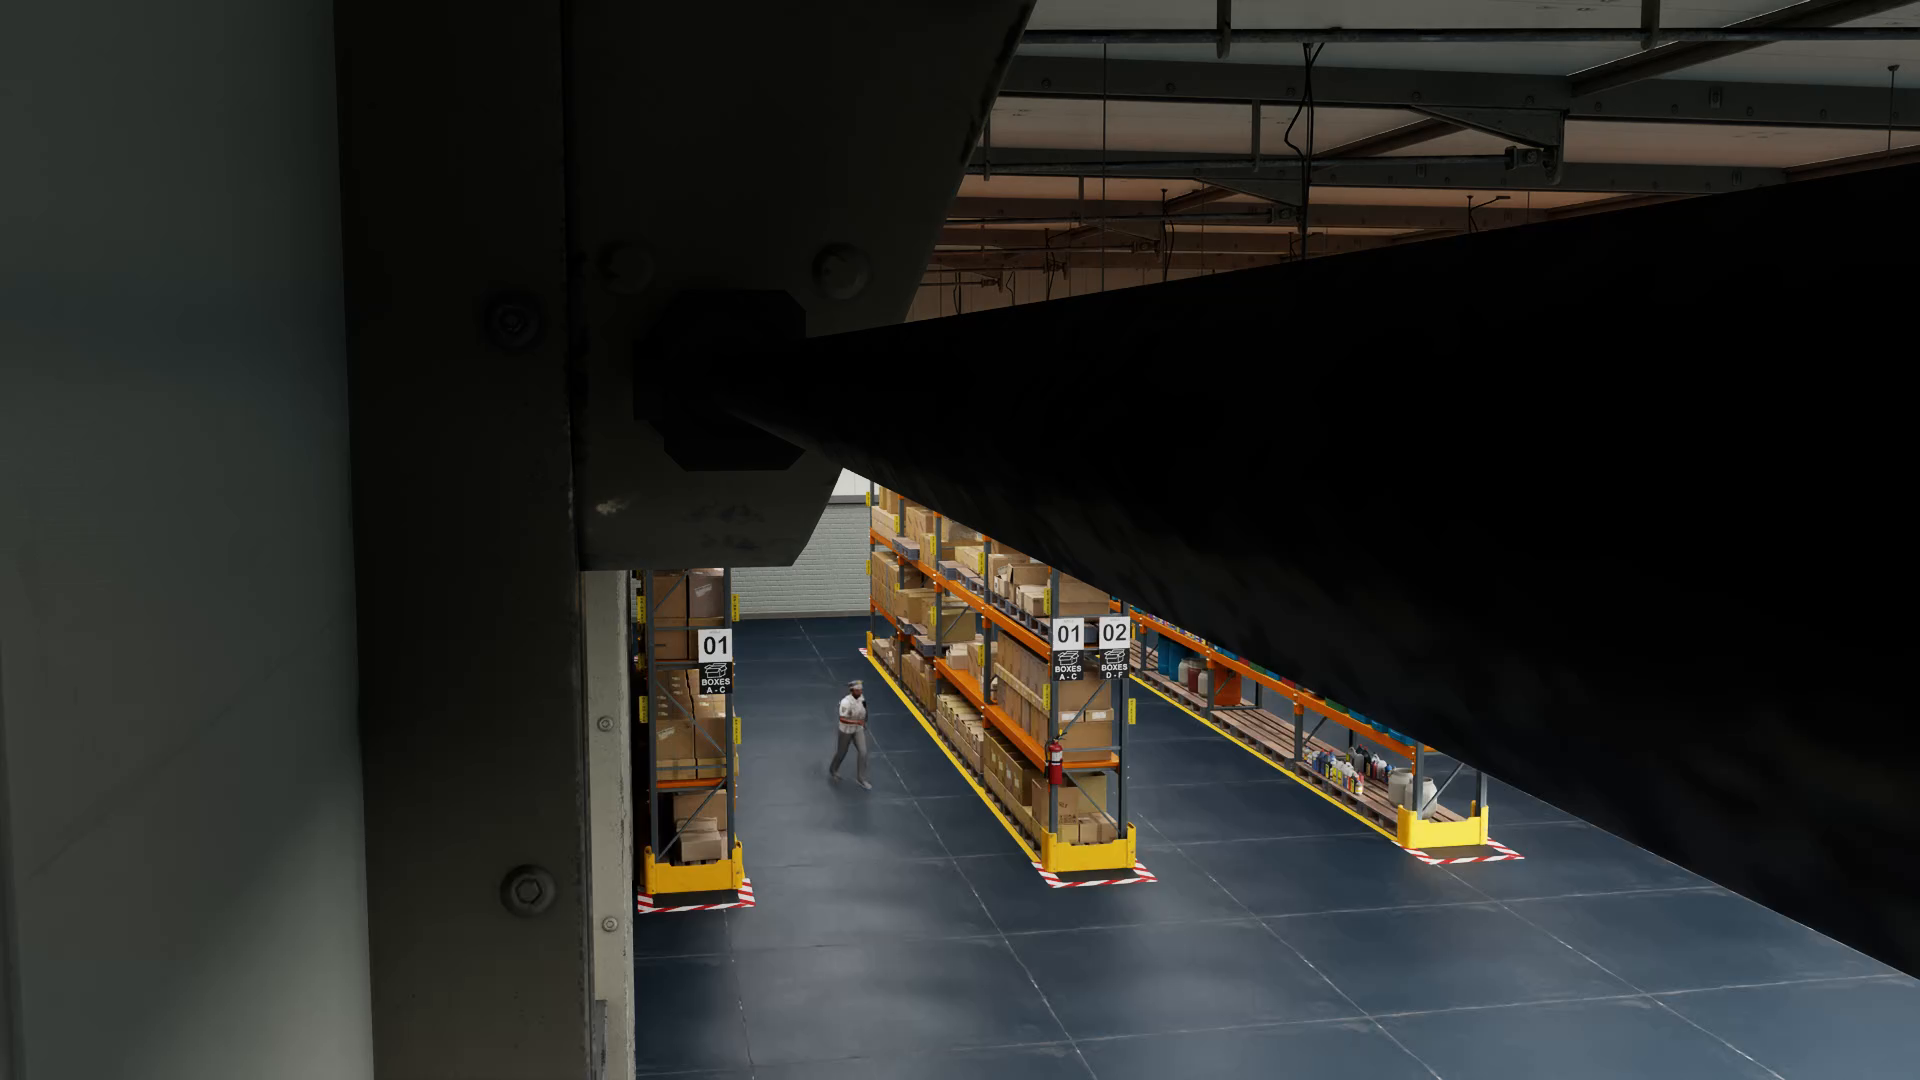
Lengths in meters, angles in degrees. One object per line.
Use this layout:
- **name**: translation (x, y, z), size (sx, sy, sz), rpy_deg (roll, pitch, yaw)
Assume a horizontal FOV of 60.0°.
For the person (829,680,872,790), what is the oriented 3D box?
- **person**: translation (-1.656, 2.892, 25.107), size (0.575, 1.660, 0.950), rpy_deg (-4, 7, -36)
